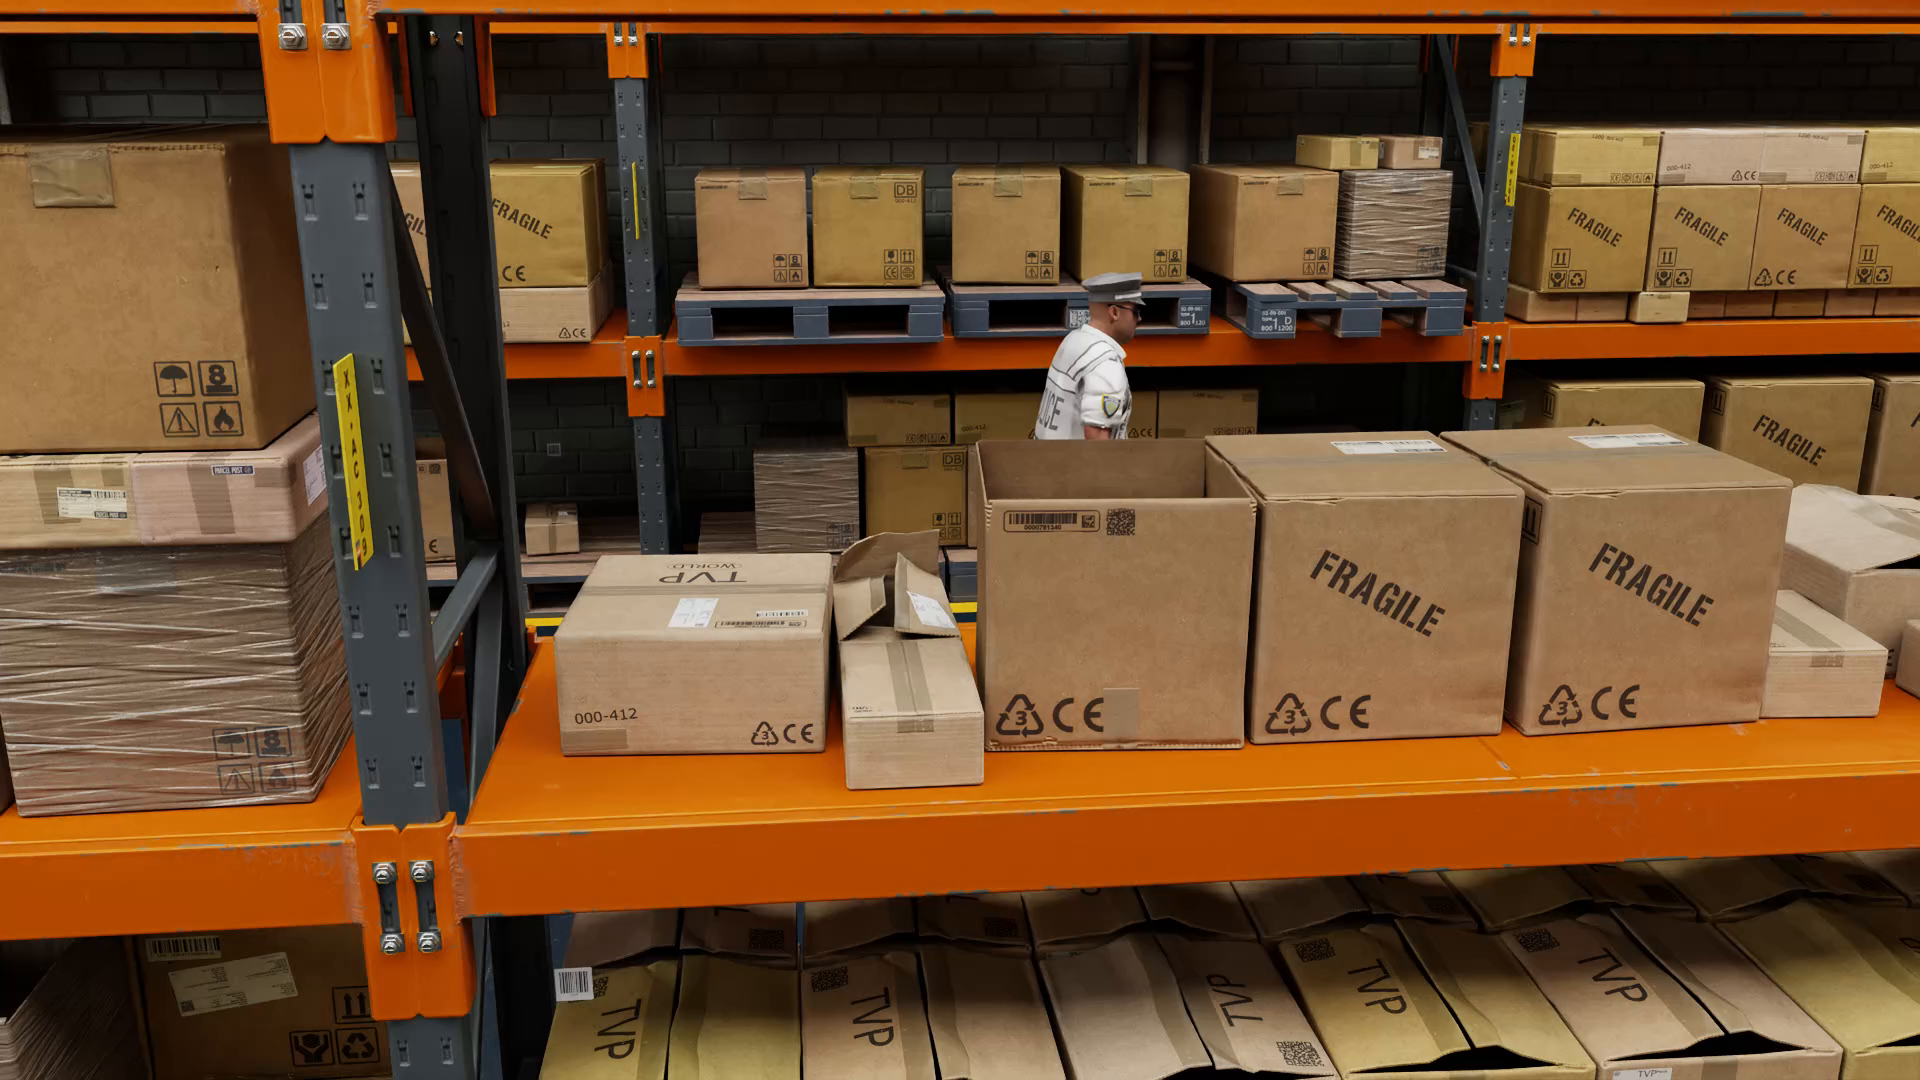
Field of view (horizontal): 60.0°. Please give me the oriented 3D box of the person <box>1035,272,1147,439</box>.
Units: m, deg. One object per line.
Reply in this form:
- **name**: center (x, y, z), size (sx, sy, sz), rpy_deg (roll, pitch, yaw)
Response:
- **person**: center (0.519, -0.189, 6.658), size (0.435, 1.749, 0.585), rpy_deg (-2, 17, -5)
